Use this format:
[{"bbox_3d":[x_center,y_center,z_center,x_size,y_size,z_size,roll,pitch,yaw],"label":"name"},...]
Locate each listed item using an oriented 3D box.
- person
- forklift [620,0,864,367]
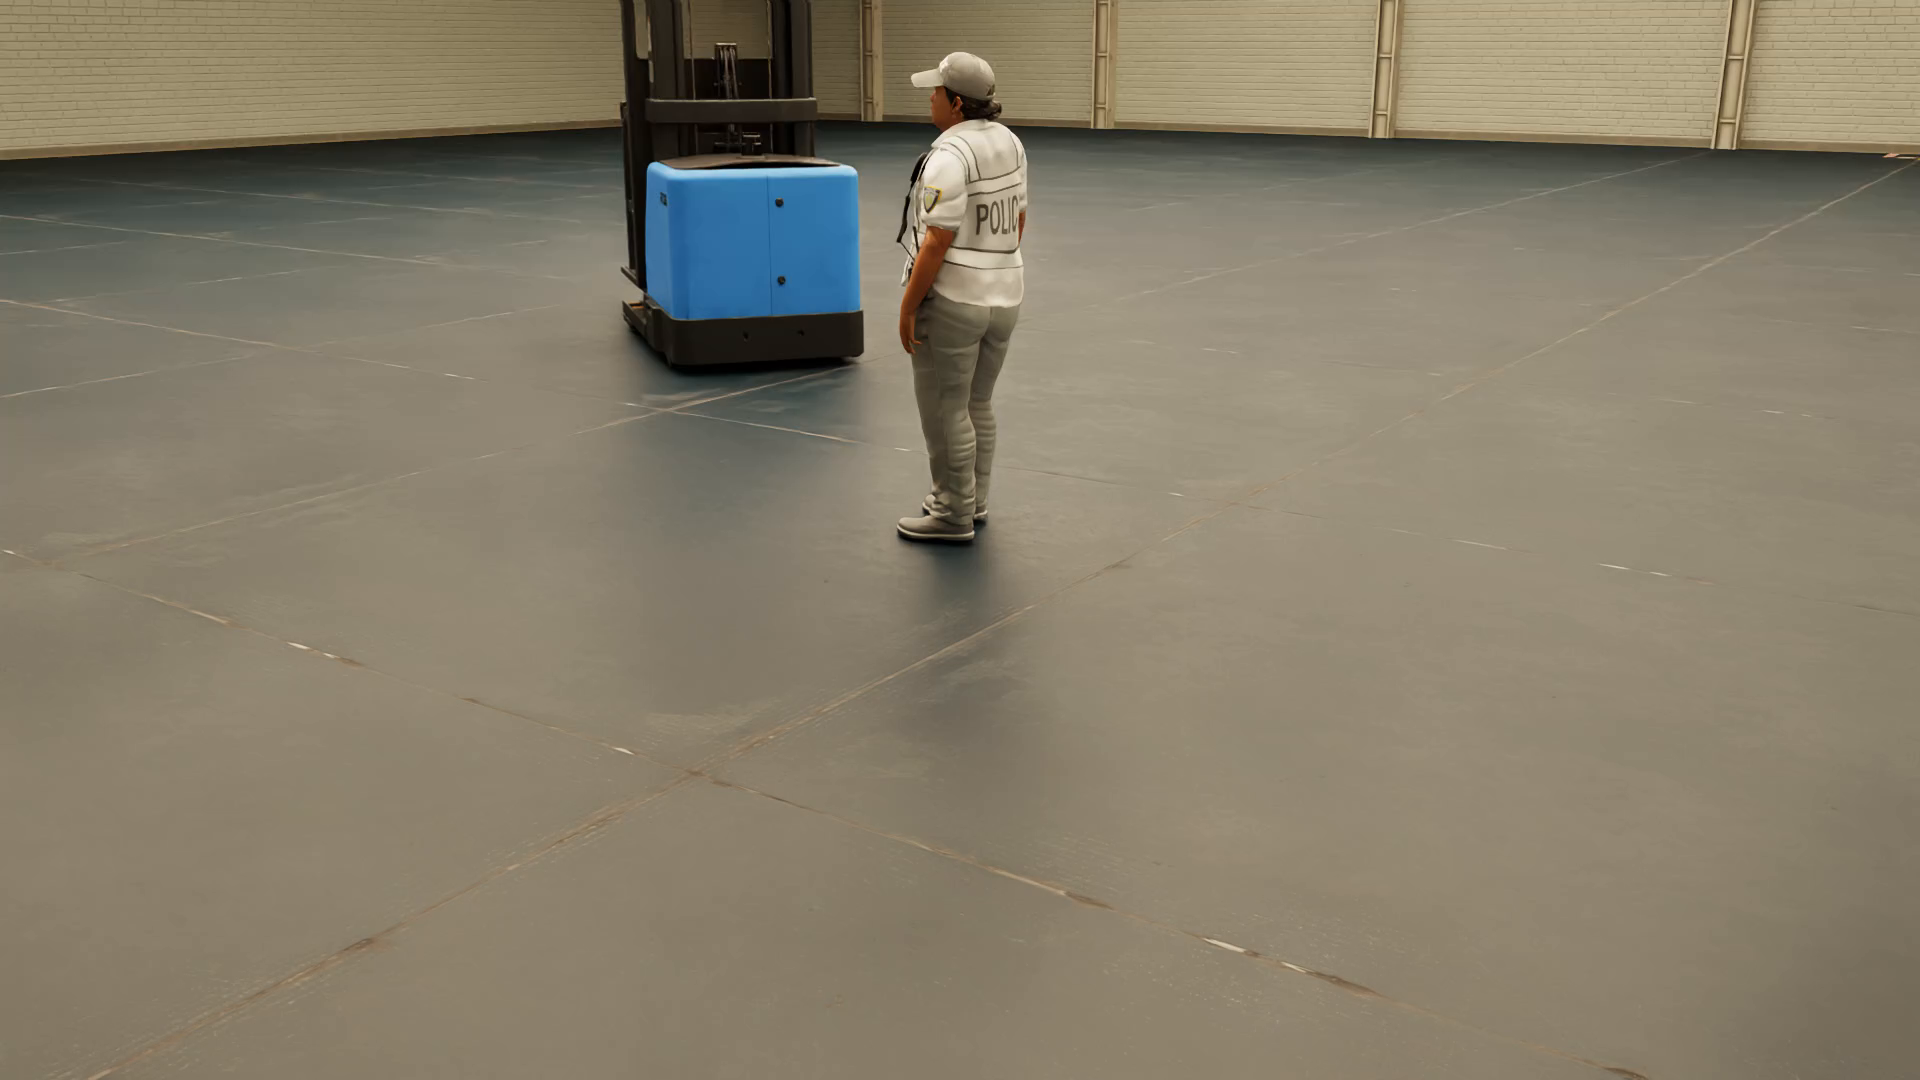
[{"bbox_3d":[-0.051,-0.823,5.768,0.527,1.670,0.598,11,20,33],"label":"person"},{"bbox_3d":[-1.474,-2.709,9.894,1.130,2.935,3.031,-5,17,-18],"label":"forklift"}]
